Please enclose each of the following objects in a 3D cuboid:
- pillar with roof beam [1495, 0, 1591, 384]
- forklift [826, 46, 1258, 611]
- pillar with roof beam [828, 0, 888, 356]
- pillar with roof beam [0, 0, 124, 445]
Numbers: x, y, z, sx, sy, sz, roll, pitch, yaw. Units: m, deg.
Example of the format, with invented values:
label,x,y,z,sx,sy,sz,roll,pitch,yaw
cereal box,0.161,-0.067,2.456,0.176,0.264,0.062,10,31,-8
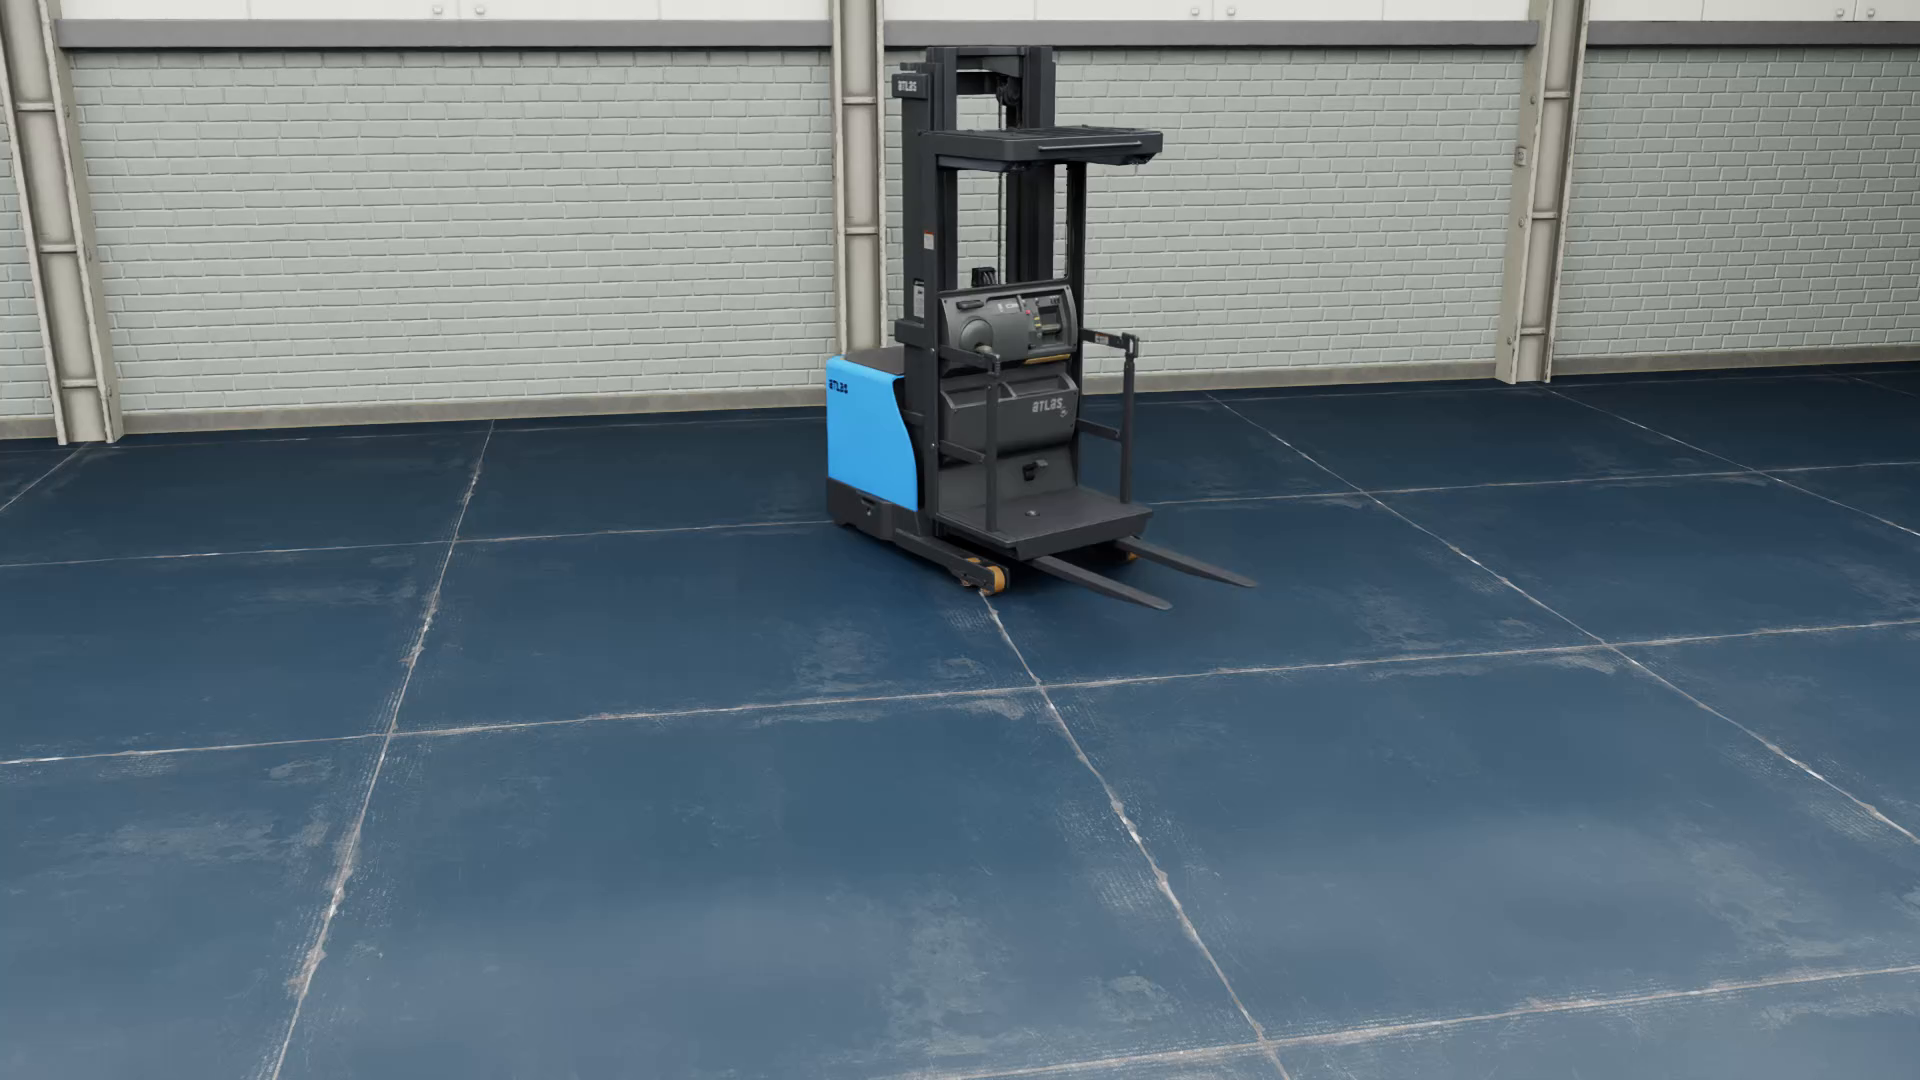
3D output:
label,x,y,z,sx,sy,sz,roll,pitch,yaw
pillar with roof beam,5.893,-4.509,9.666,0.400,9.000,9.100,-3,17,-10
forklift,0.416,-1.253,9.398,1.130,2.935,3.031,-12,21,-34
pillar with roof beam,0.002,-4.175,8.578,0.400,9.000,9.100,-3,17,-10
pillar with roof beam,-5.889,-3.841,7.490,0.400,9.000,9.100,-3,17,-10
